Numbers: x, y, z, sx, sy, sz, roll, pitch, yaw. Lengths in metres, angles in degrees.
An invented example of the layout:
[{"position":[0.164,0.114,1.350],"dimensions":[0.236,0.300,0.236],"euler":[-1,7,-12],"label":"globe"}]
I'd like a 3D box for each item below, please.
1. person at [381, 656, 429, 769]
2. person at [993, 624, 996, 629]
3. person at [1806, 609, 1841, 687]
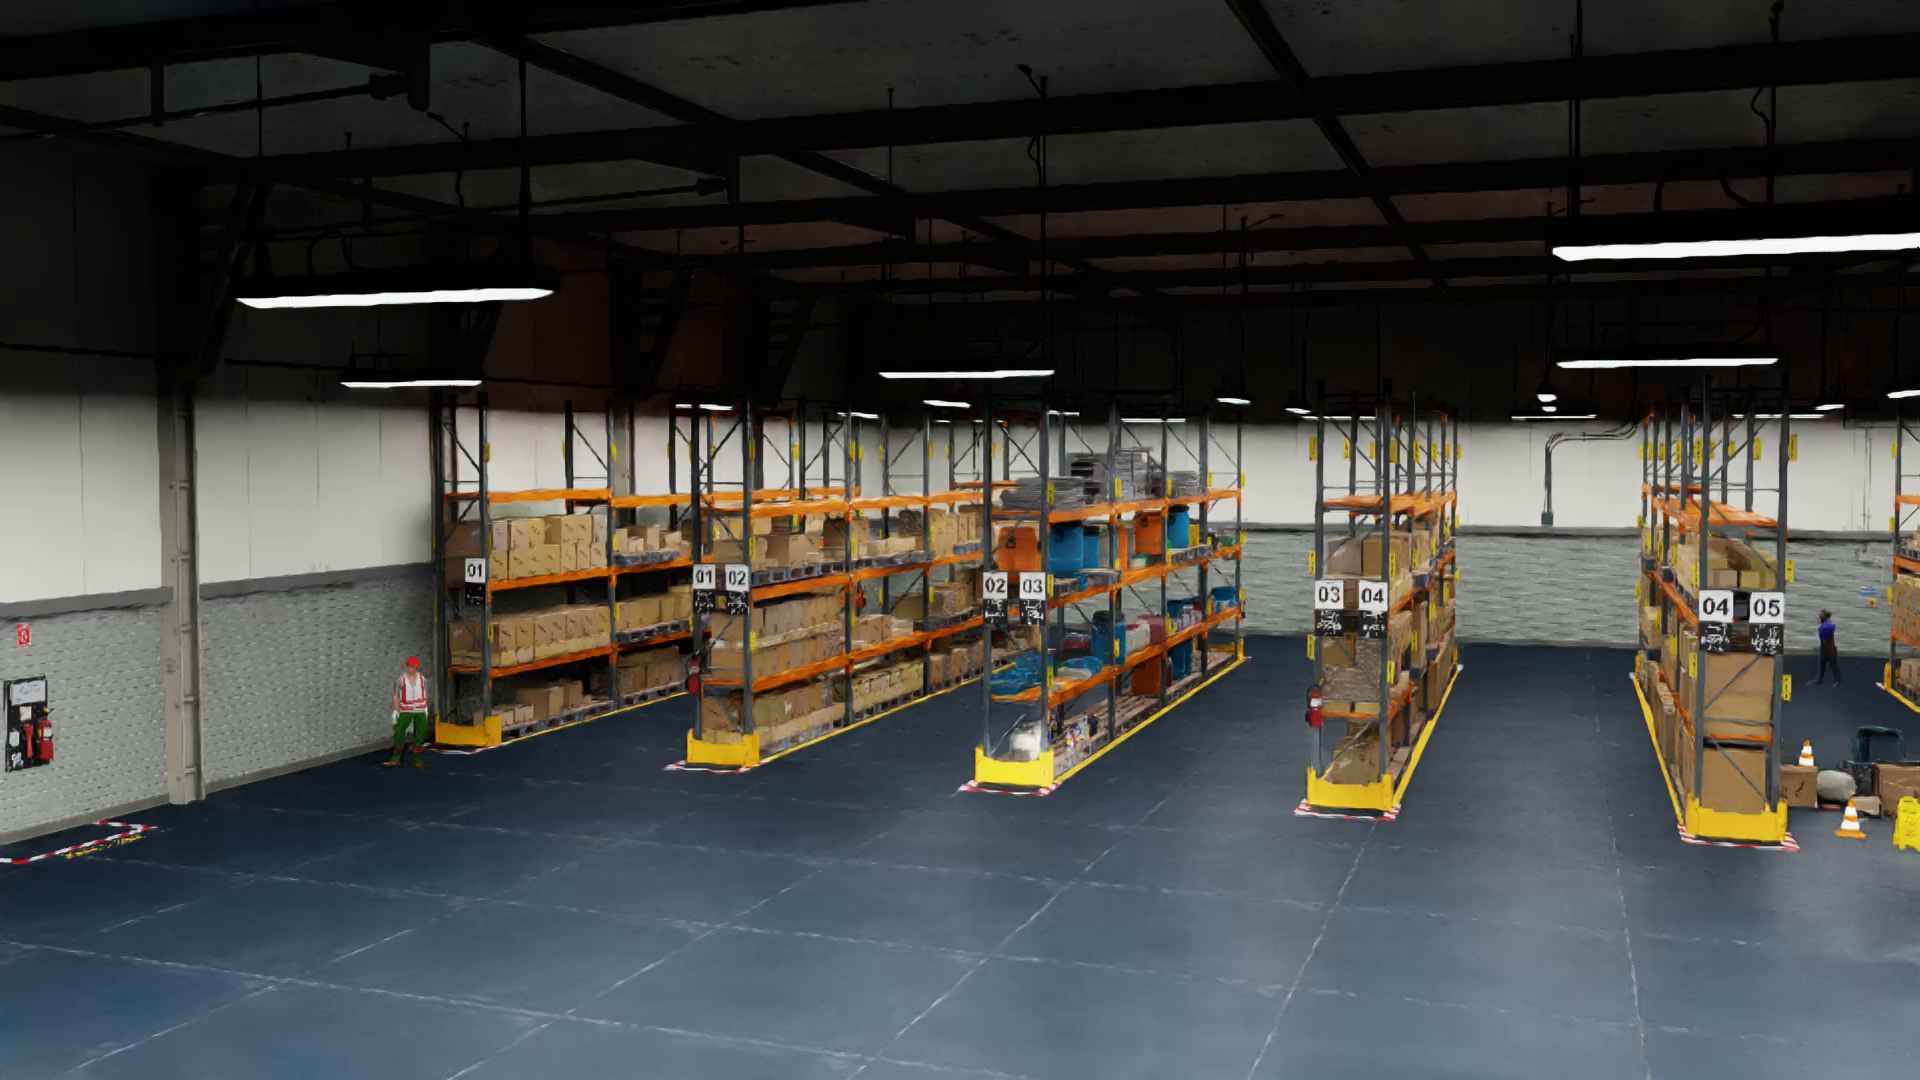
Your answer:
[{"position":[-8.765,2.720,26.260],"dimensions":[0.729,1.778,0.500],"euler":[-1,3,-22],"label":"person"},{"position":[0.898,1.708,46.361],"dimensions":[0.514,1.664,0.505],"euler":[-1,3,-17],"label":"person"},{"position":[18.450,2.291,35.449],"dimensions":[0.602,1.631,0.591],"euler":[0,3,6],"label":"person"}]
